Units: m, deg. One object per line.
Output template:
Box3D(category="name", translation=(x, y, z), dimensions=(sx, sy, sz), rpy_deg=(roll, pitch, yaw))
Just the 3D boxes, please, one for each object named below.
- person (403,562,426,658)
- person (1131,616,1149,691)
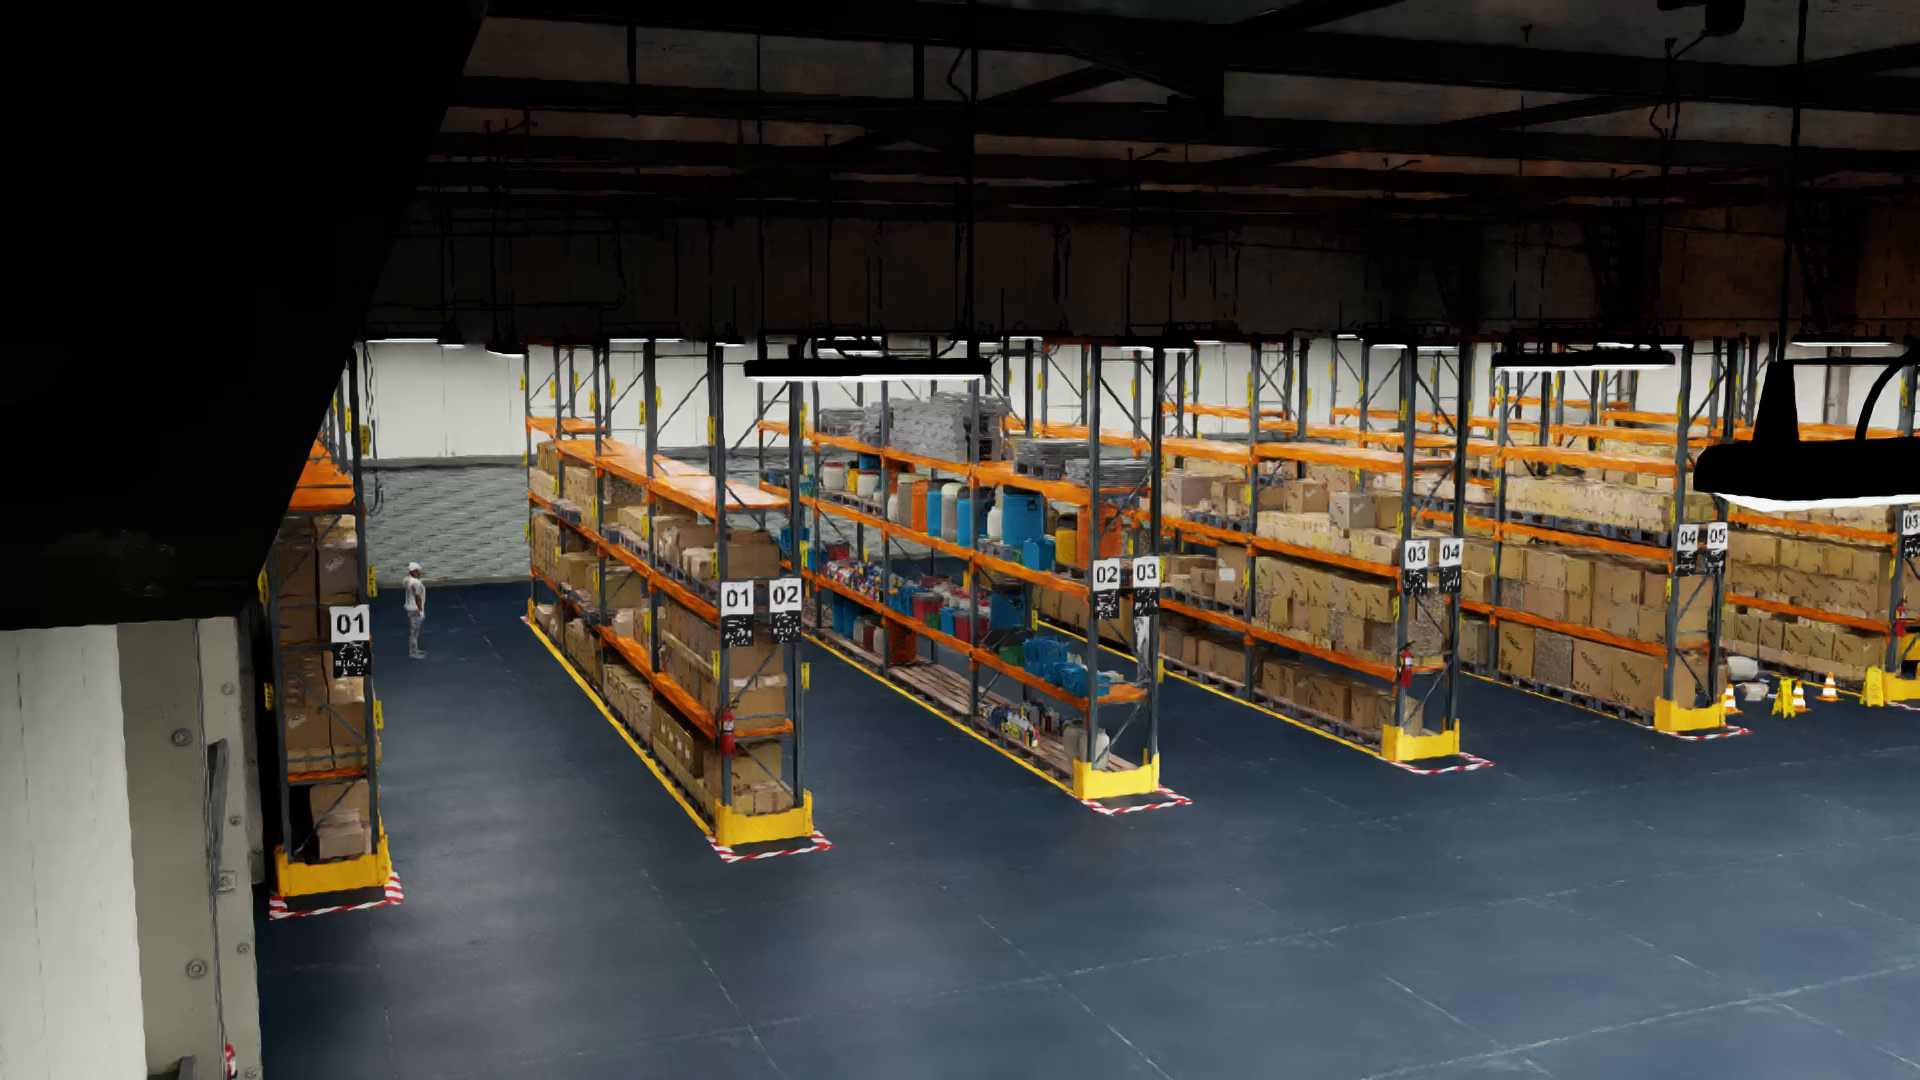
Box3D(category="person", translation=(-10.192, 1.295, 31.145), dimensions=(0.408, 1.778, 0.662), rpy_deg=(-5, 9, -35))
Box3D(category="person", translation=(3.101, 1.728, 28.353), dimensions=(0.544, 1.667, 0.573), rpy_deg=(1, 8, 10))
